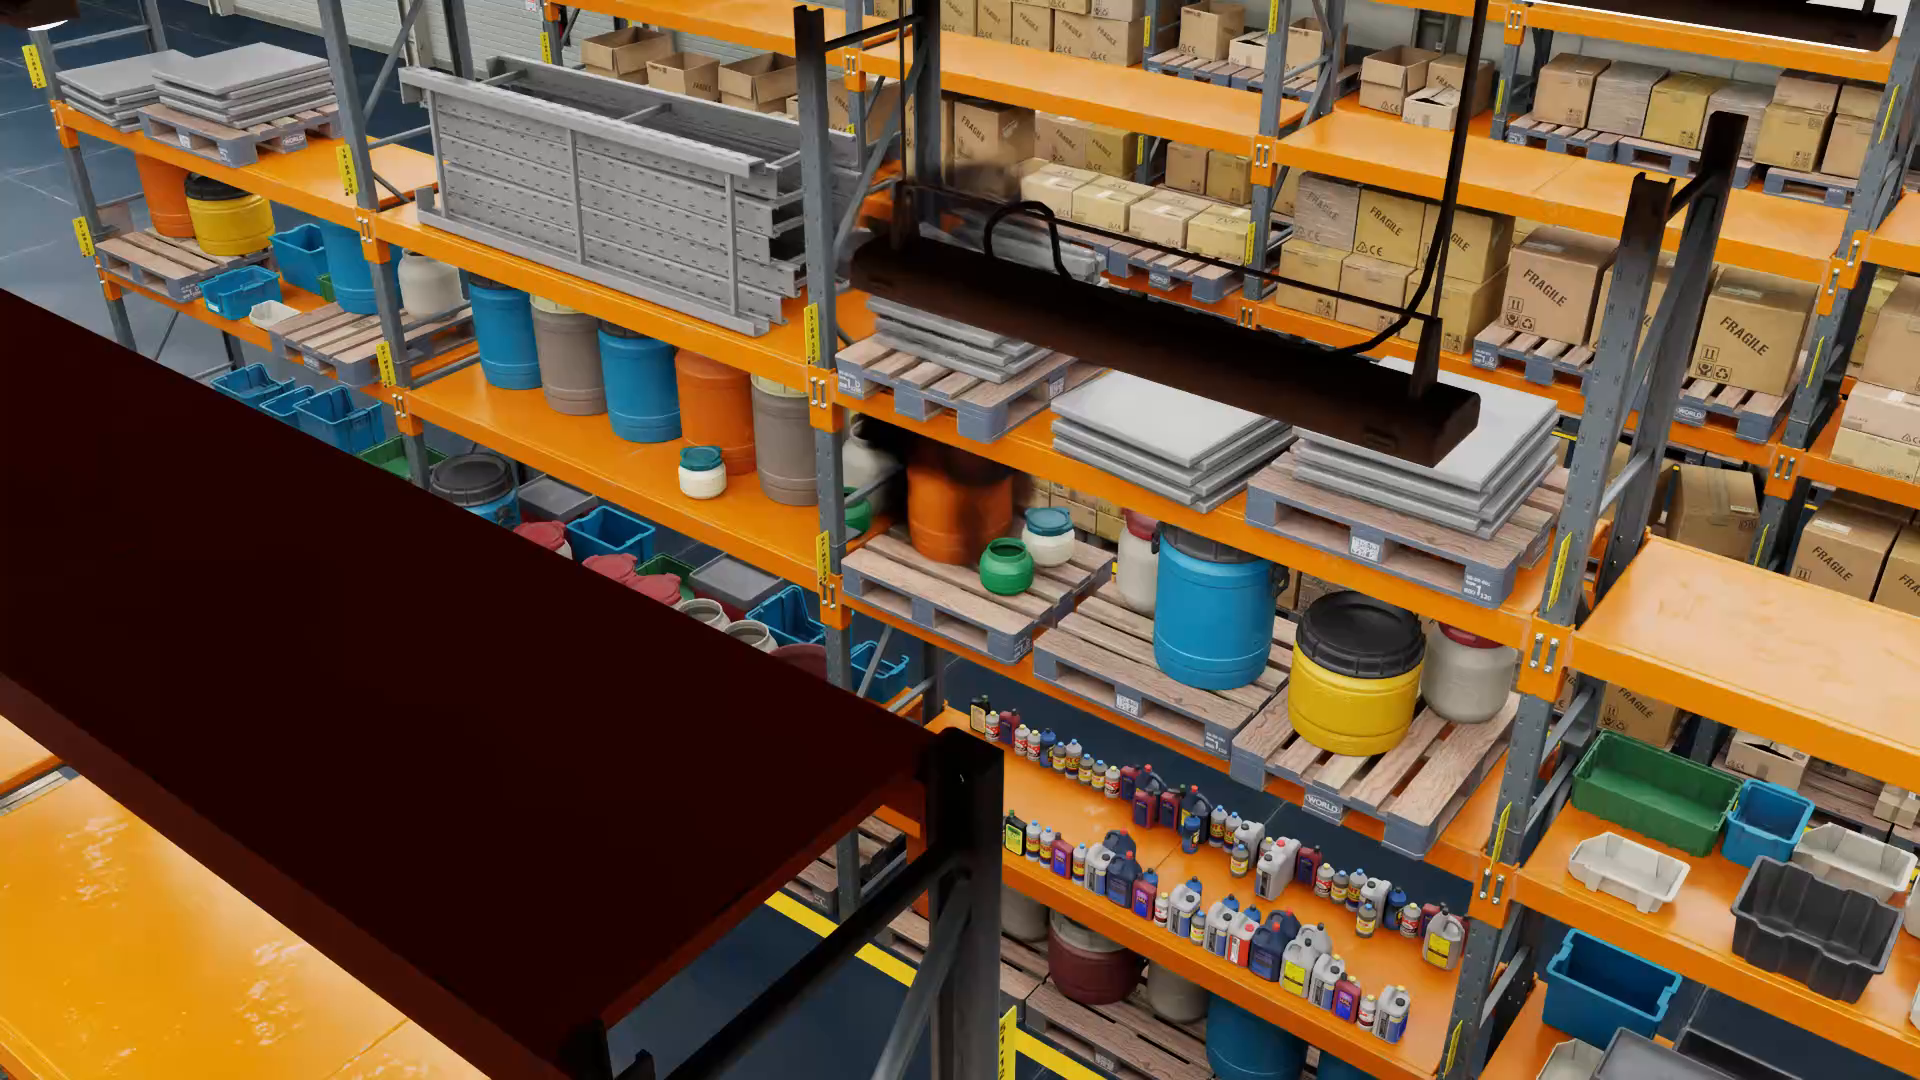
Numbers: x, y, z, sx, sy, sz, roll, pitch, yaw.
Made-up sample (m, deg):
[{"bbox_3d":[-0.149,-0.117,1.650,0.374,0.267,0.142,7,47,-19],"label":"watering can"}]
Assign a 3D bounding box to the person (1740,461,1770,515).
[{"bbox_3d":[6.797,-0.281,14.200,0.749,1.612,0.649,13,34,21],"label":"person"}]
